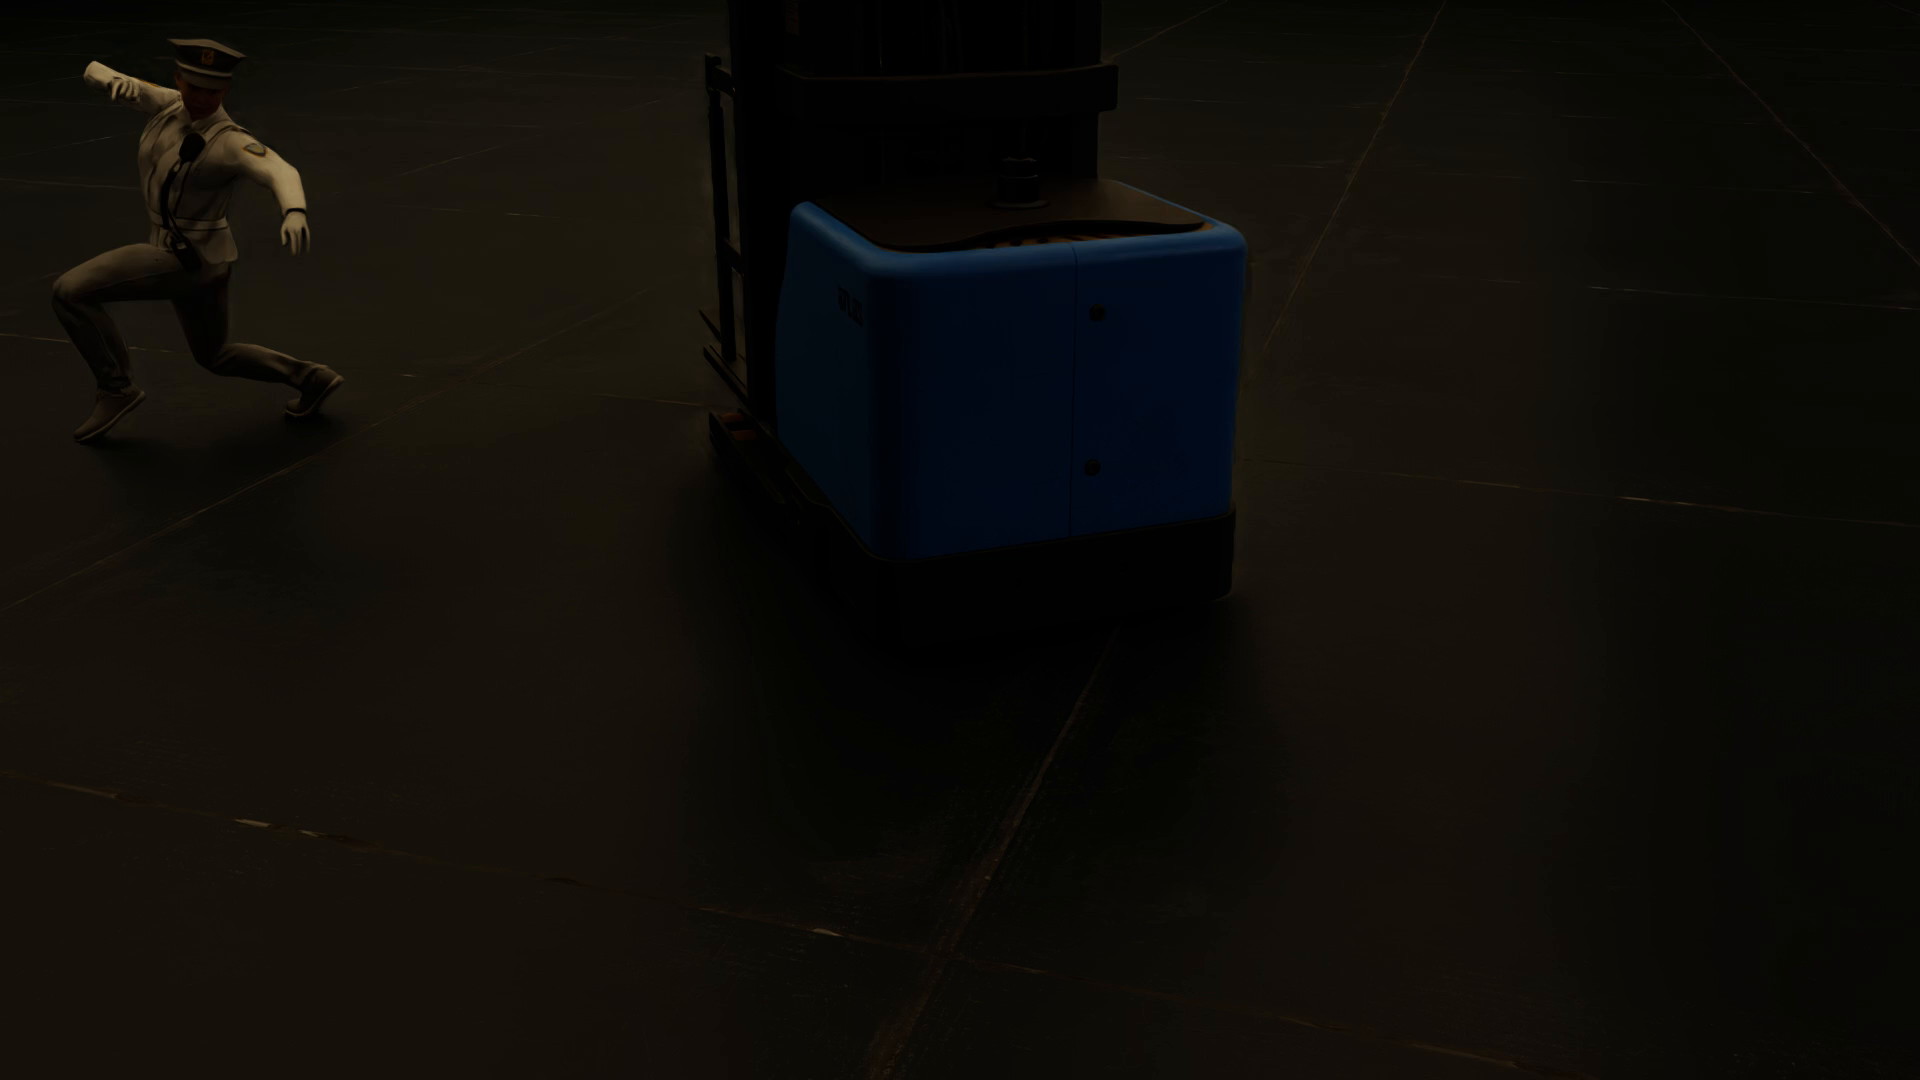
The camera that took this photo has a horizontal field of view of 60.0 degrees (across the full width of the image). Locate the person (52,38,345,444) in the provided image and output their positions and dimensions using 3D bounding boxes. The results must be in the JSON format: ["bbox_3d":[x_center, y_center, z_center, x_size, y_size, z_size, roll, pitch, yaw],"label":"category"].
[{"bbox_3d":[-2.655,-0.979,5.695,0.931,1.378,0.889,-10,25,-23],"label":"person"}]

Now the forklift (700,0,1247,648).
[{"bbox_3d":[-0.231,-1.611,5.181,1.130,2.935,3.031,-8,24,-19],"label":"forklift"}]
